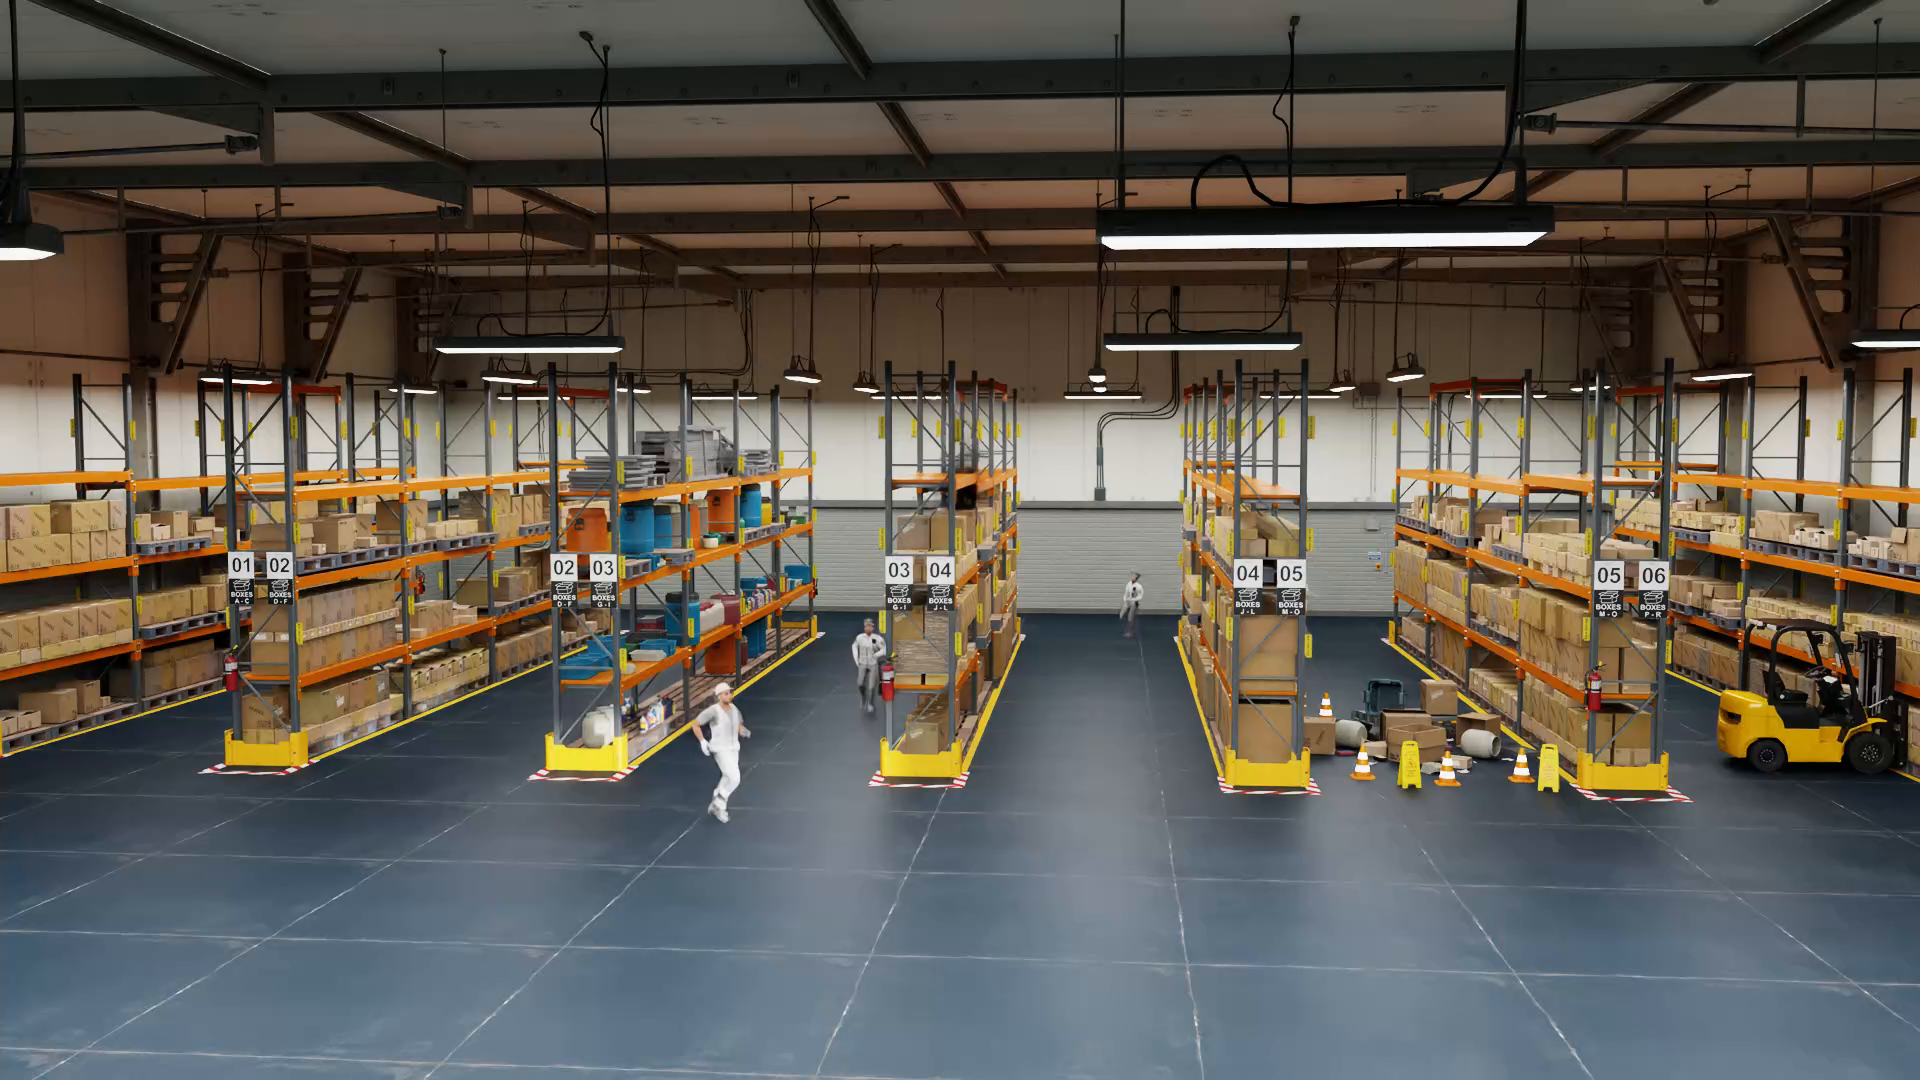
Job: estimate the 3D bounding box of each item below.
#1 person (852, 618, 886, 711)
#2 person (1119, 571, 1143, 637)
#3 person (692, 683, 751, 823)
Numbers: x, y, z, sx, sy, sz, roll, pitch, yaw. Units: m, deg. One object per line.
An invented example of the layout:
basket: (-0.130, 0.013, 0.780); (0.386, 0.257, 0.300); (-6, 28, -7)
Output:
person: (-1.615, 2.215, 29.463); (0.667, 1.666, 0.532); (1, 4, 8)
person: (4.132, 1.549, 40.072); (0.669, 1.615, 0.539); (4, 5, 44)
person: (-2.975, 2.711, 21.230); (0.688, 1.773, 0.648); (2, 5, 33)
